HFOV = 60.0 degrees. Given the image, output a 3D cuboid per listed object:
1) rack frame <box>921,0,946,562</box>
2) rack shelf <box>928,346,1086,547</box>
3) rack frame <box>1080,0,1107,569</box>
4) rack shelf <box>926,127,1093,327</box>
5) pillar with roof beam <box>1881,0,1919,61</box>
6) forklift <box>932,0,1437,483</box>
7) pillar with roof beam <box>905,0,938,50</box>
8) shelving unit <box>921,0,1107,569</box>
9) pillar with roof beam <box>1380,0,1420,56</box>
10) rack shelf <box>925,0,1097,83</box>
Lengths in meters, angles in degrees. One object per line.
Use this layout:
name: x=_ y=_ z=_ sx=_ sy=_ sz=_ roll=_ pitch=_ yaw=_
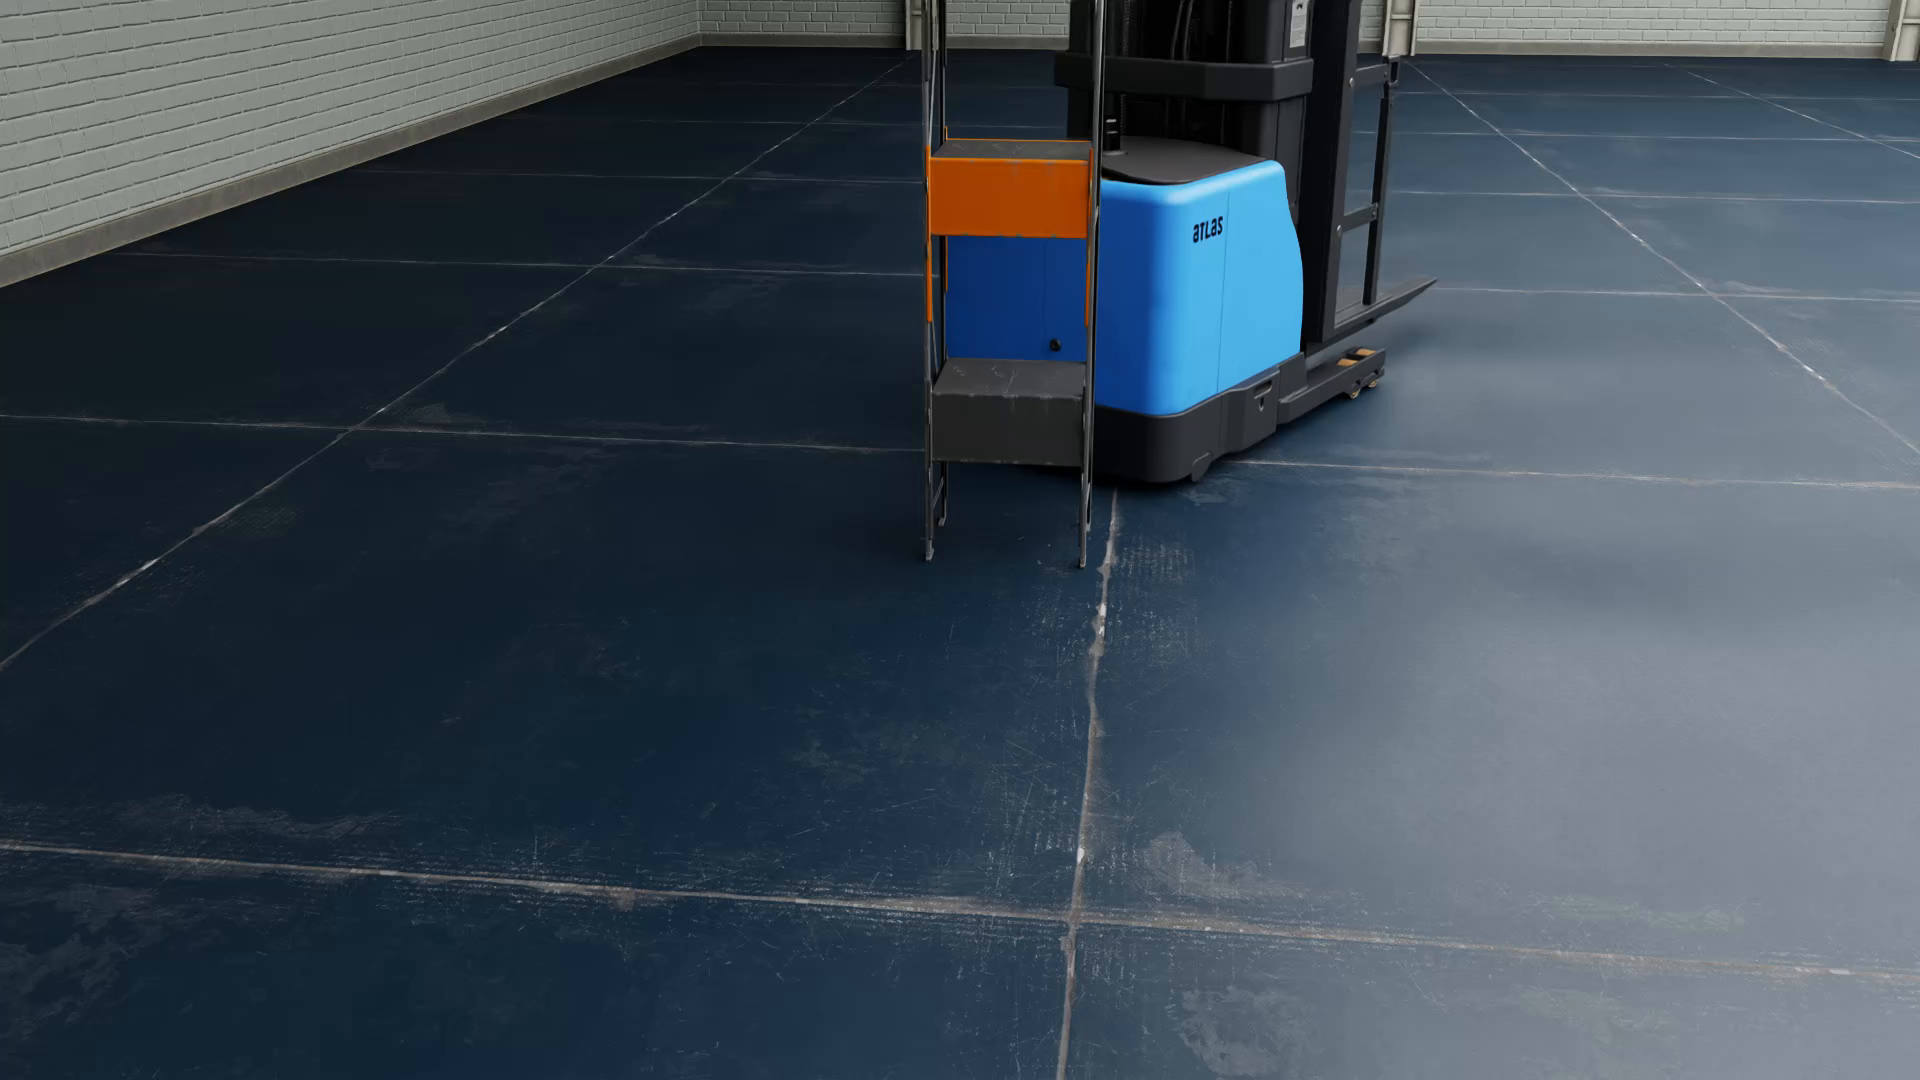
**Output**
rack frame: x=-0.078 y=-0.980 z=5.062 sx=0.015 sy=2.100 sz=0.400 roll=2 pitch=22 yaw=6
rack shelf: x=0.164 y=-0.306 z=5.298 sx=0.480 sy=0.518 sz=0.431 roll=2 pitch=22 yaw=6
rack frame: x=0.407 y=-0.959 z=5.009 sx=0.015 sy=2.100 sz=0.400 roll=2 pitch=22 yaw=6
rack shelf: x=0.164 y=-0.957 z=5.041 sx=0.480 sy=0.518 sz=0.431 roll=2 pitch=22 yaw=6
pillar with roof beam: x=10.927 y=-8.440 z=14.550 sx=0.400 sy=9.000 sz=9.100 roll=2 pitch=22 yaw=6
forklift: x=1.158 y=-2.043 z=6.620 sx=1.130 sy=2.935 sz=3.031 roll=15 pitch=26 yaw=33
pillar with roof beam: x=-0.990 y=-8.960 z=15.863 sx=0.400 sy=9.000 sz=9.100 roll=2 pitch=22 yaw=6
shelving unit: x=0.164 y=-0.969 z=5.036 sx=0.503 sy=2.100 sz=0.431 roll=2 pitch=22 yaw=6
pillar with roof beam: x=4.969 y=-8.700 z=15.206 sx=0.400 sy=9.000 sz=9.100 roll=2 pitch=22 yaw=6
rack shelf: x=0.164 y=-1.608 z=4.783 sx=0.480 sy=0.518 sz=0.431 roll=2 pitch=22 yaw=6
